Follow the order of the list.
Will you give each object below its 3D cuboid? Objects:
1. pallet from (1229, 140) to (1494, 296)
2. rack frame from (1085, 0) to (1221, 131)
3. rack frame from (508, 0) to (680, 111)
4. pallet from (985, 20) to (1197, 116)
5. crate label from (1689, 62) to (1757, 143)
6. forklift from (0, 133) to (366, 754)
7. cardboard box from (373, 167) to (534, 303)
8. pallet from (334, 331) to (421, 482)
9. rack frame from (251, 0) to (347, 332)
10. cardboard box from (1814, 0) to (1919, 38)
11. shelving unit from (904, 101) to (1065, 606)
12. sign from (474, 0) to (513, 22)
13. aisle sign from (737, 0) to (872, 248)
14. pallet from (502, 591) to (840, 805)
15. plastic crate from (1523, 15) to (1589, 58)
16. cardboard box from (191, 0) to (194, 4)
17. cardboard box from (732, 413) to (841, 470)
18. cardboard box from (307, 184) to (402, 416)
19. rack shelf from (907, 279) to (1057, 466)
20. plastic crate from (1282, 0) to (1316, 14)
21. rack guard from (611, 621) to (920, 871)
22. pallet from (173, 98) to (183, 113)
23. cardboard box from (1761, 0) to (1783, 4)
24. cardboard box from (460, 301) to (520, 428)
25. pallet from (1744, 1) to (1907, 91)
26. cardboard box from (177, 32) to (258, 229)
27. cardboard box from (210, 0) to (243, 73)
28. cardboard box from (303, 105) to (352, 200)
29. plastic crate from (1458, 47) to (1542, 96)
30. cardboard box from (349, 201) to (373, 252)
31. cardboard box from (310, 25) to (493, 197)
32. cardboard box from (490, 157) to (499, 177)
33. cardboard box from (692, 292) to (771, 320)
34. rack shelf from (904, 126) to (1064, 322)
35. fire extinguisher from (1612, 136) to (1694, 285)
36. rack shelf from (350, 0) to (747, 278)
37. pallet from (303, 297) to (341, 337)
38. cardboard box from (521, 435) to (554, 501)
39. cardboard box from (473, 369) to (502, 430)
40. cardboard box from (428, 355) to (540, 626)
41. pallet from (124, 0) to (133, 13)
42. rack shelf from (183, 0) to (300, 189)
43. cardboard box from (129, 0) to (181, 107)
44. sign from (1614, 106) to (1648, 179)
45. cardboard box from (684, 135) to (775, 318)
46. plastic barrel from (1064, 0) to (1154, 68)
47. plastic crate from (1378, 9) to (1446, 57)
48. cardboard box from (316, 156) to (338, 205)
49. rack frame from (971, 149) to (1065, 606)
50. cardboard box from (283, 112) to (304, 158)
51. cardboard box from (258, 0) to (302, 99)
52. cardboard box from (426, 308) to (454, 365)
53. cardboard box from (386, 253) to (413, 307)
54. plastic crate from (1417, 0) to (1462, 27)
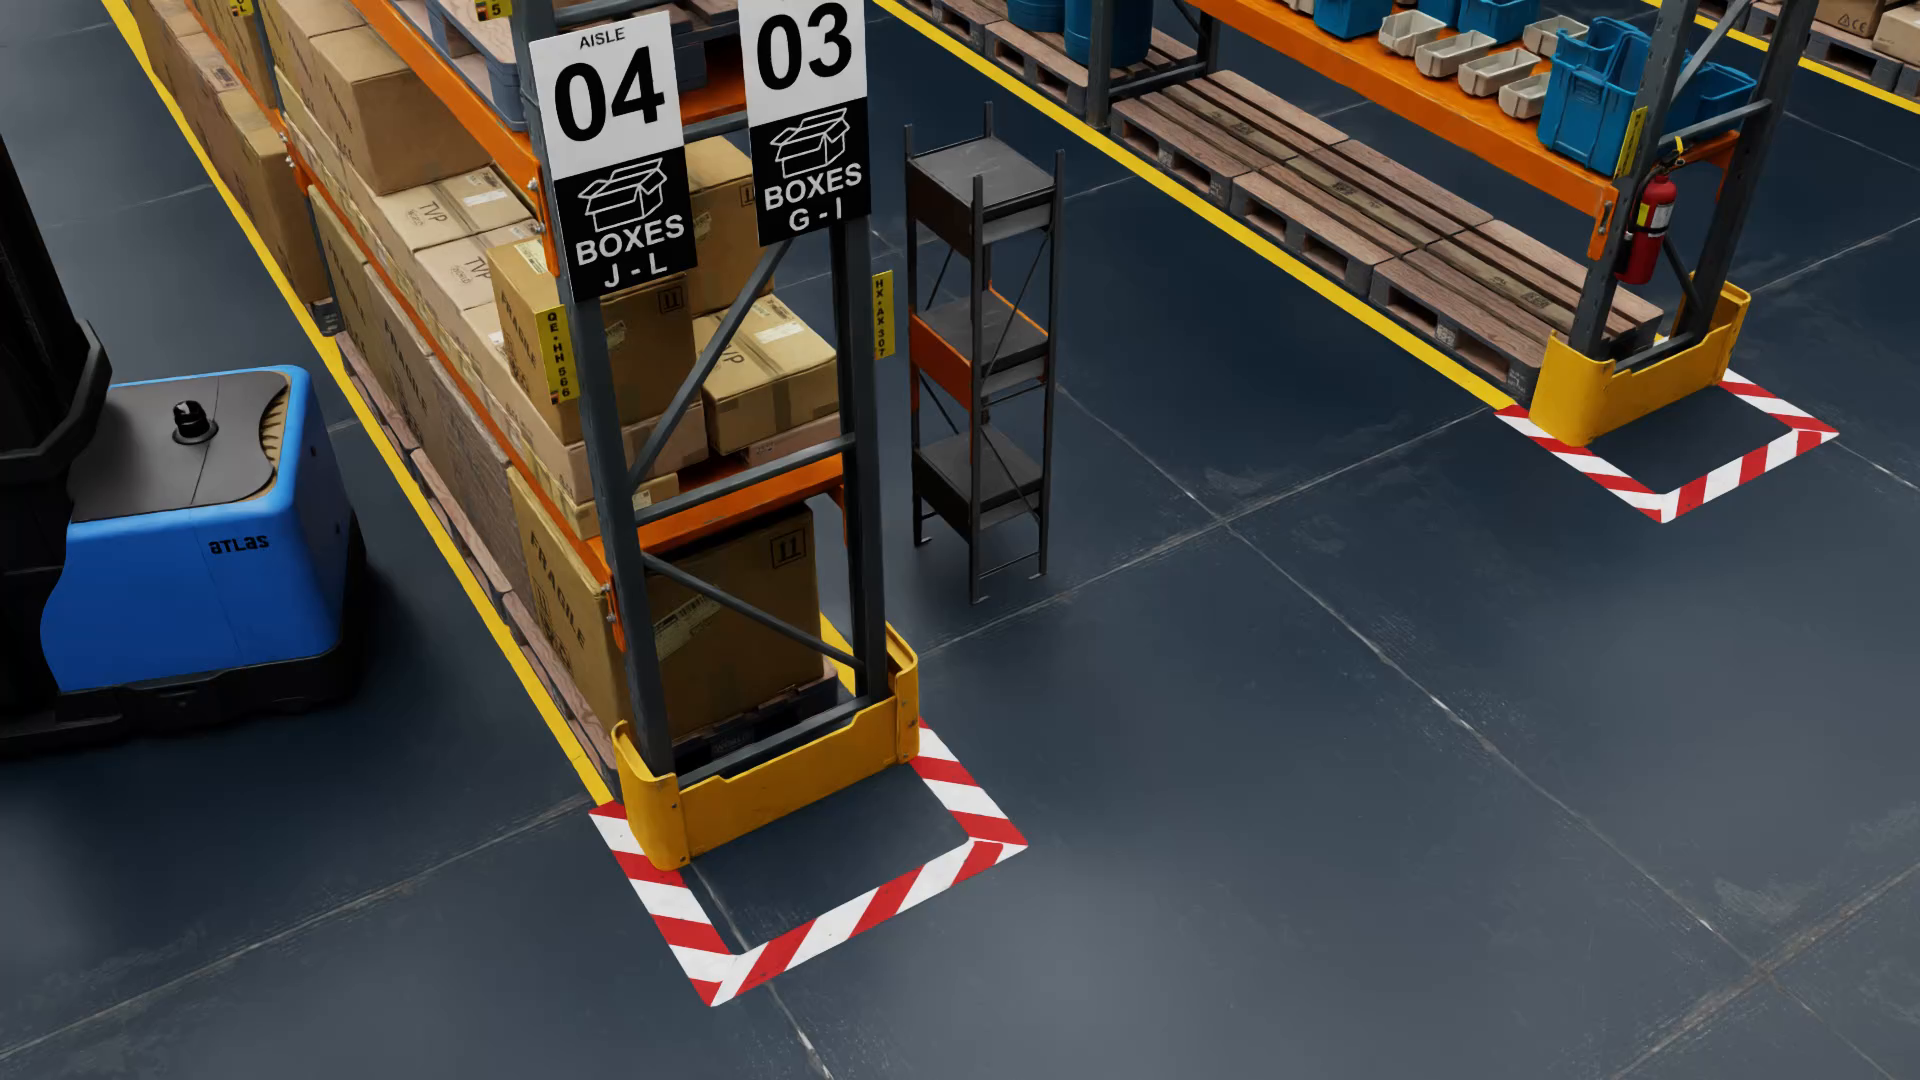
[{"bbox_3d":[2.377,-1.947,9.921,1.003,0.211,1.213,-22,45,-24],"label":"pallet"},{"bbox_3d":[1.289,-4.061,10.280,1.000,3.000,0.127,-22,45,-24],"label":"rack frame"},{"bbox_3d":[-0.736,-2.502,3.723,1.000,3.000,0.127,-22,45,-24],"label":"rack frame"},{"bbox_3d":[0.909,-3.420,11.690,1.003,0.211,1.213,-22,45,-24],"label":"pallet"},{"bbox_3d":[3.585,-2.107,8.019,0.416,0.233,0.303,-22,45,-24],"label":"crate label"},{"bbox_3d":[-4.091,-0.545,6.114,3.031,2.935,1.130,-8,40,-10],"label":"forklift"},{"bbox_3d":[-2.050,-1.252,6.794,0.500,0.250,0.500,-22,45,-24],"label":"cardboard box"},{"bbox_3d":[-2.544,-0.847,8.602,1.003,0.211,1.213,-22,45,-24],"label":"pallet"},{"bbox_3d":[-2.887,-2.356,8.234,1.000,3.000,0.127,-22,45,-24],"label":"rack frame"},{"bbox_3d":[6.482,-3.961,11.767,0.797,0.503,0.637,-22,45,-24],"label":"cardboard box"},{"bbox_3d":[0.089,-0.717,6.971,0.431,2.100,0.503,-22,45,-24],"label":"shelving unit"},{"bbox_3d":[-1.201,-1.480,4.210,0.100,0.325,0.005,-22,45,-24],"label":"sign"},{"bbox_3d":[-0.445,-1.260,4.888,0.394,0.787,0.004,-22,45,-24],"label":"aisle sign"},{"bbox_3d":[-1.232,0.470,7.021,1.003,0.211,1.213,-22,45,-24],"label":"pallet"},{"bbox_3d":[3.117,-2.638,8.732,0.250,0.136,0.298,-22,45,-24],"label":"plastic crate"},{"bbox_3d":[-4.181,-3.374,9.378,0.500,0.500,0.500,-22,45,-24],"label":"cardboard box"},{"bbox_3d":[-0.649,-0.406,6.090,0.380,0.149,0.250,-22,44,-24],"label":"cardboard box"},{"bbox_3d":[-2.600,-1.317,8.319,0.875,0.875,0.875,-22,45,-24],"label":"cardboard box"},{"bbox_3d":[0.089,-0.707,6.979,0.431,0.518,0.480,-22,45,-24],"label":"rack shelf"},{"bbox_3d":[1.955,-3.151,9.234,0.437,0.282,0.530,-22,45,-24],"label":"plastic crate"},{"bbox_3d":[-0.723,0.776,6.428,1.175,0.500,0.348,-22,45,-24],"label":"rack guard"},{"bbox_3d":[-4.677,-2.992,11.176,1.003,0.211,1.213,-22,45,-24],"label":"pallet"},{"bbox_3d":[5.984,-4.080,12.173,0.380,0.166,0.250,-22,45,-24],"label":"cardboard box"},{"bbox_3d":[-1.493,-0.698,6.129,0.500,0.250,0.500,-23,45,-25],"label":"cardboard box"},{"bbox_3d":[6.496,-3.662,11.980,1.003,0.211,1.213,-22,45,-24],"label":"pallet"},{"bbox_3d":[-3.729,-2.522,9.765,1.225,0.875,0.875,-24,45,-26],"label":"cardboard box"},{"bbox_3d":[-3.629,-2.822,8.716,0.500,0.500,0.500,-21,44,-23],"label":"cardboard box"},{"bbox_3d":[-2.592,-1.799,7.450,0.500,0.250,0.500,-22,45,-25],"label":"cardboard box"},{"bbox_3d":[2.705,-2.363,8.401,0.396,0.136,0.243,-22,45,-24],"label":"plastic crate"},{"bbox_3d":[-2.444,-1.422,7.310,0.380,0.149,0.250,-23,45,-25],"label":"cardboard box"},{"bbox_3d":[-2.303,-1.806,6.874,0.500,0.500,0.500,-24,45,-26],"label":"cardboard box"},{"bbox_3d":[-1.873,-1.711,7.345,0.500,0.250,0.500,-21,44,-24],"label":"cardboard box"},{"bbox_3d":[-1.052,-0.884,6.352,0.500,0.250,0.500,-23,45,-25],"label":"cardboard box"},{"bbox_3d":[0.089,-1.245,6.531,0.431,0.518,0.480,-22,45,-24],"label":"rack shelf"},{"bbox_3d":[3.138,-1.491,7.548,0.296,0.674,0.183,-22,45,-24],"label":"fire extinguisher"},{"bbox_3d":[-1.812,-2.152,6.209,1.077,0.370,4.000,-22,45,-24],"label":"rack shelf"},{"bbox_3d":[-3.365,-1.675,9.595,1.003,0.211,1.213,-22,45,-24],"label":"pallet"},{"bbox_3d":[-1.346,-0.319,5.986,0.380,0.149,0.250,-22,44,-24],"label":"cardboard box"},{"bbox_3d":[-1.615,-0.591,6.312,0.380,0.149,0.250,-21,44,-24],"label":"cardboard box"},{"bbox_3d":[-1.637,-0.351,7.160,0.875,0.875,0.875,-22,45,-24],"label":"cardboard box"},{"bbox_3d":[-6.109,-4.524,13.014,1.003,0.211,1.213,-22,45,-24],"label":"pallet"},{"bbox_3d":[-3.962,-3.159,9.760,1.077,0.370,4.000,-22,45,-24],"label":"rack shelf"},{"bbox_3d":[-4.684,-3.480,10.915,1.225,0.875,0.875,-24,46,-26],"label":"cardboard box"},{"bbox_3d":[2.985,-1.766,7.399,0.100,0.325,0.005,-22,45,-24],"label":"sign"},{"bbox_3d":[-1.035,-1.164,6.102,0.500,0.500,0.500,-23,45,-25],"label":"cardboard box"},{"bbox_3d":[1.011,-3.715,11.177,0.600,0.901,0.708,-22,45,-24],"label":"plastic barrel"},{"bbox_3d":[2.360,-2.658,8.756,0.298,0.136,0.250,-22,45,-24],"label":"plastic crate"},{"bbox_3d":[-2.725,-1.701,7.645,0.380,0.149,0.250,-21,44,-23],"label":"cardboard box"},{"bbox_3d":[0.220,-0.586,6.813,0.400,2.100,0.015,-22,45,-24],"label":"rack frame"},{"bbox_3d":[-3.008,-1.985,7.986,0.380,0.149,0.250,-22,45,-24],"label":"cardboard box"},{"bbox_3d":[-2.845,-2.354,7.531,0.500,0.500,0.500,-22,45,-24],"label":"cardboard box"},{"bbox_3d":[-1.896,-0.870,6.647,0.380,0.149,0.250,-22,45,-24],"label":"cardboard box"},{"bbox_3d":[-2.169,-1.144,6.976,0.380,0.149,0.250,-24,45,-26],"label":"cardboard box"},{"bbox_3d":[2.715,-2.980,9.067,0.416,0.233,0.300,-22,45,-24],"label":"plastic crate"}]
